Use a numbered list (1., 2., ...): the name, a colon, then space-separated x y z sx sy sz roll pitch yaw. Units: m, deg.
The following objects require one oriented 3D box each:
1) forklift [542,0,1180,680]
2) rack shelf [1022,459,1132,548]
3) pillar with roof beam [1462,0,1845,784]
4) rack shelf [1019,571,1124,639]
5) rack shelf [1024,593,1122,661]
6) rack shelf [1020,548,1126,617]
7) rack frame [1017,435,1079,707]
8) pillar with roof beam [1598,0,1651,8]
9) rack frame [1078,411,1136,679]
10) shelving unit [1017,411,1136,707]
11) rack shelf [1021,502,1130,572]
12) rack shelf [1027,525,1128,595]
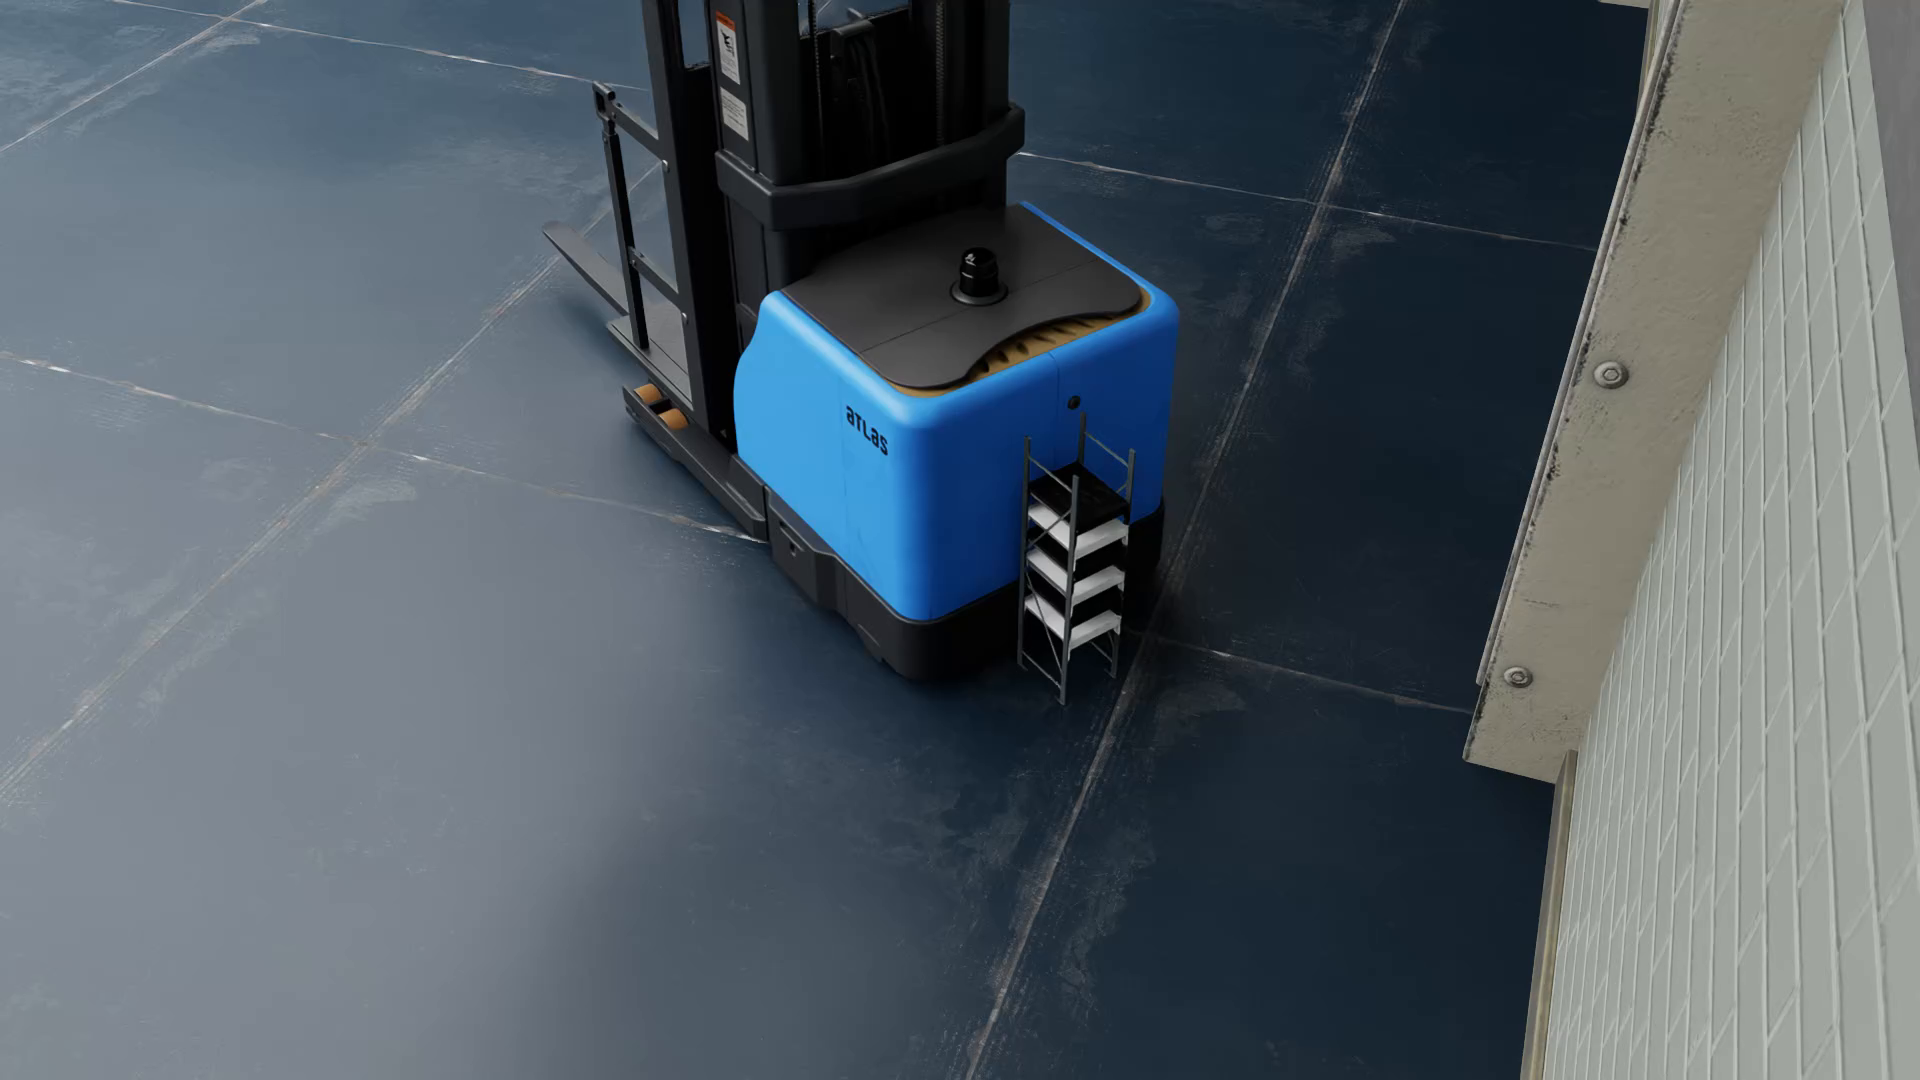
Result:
1. forklift: -0.596 -1.595 5.362 1.130 2.935 3.031 -25 46 -26
2. rack shelf: 0.338 -0.109 4.819 0.200 0.077 0.258 -25 46 -26
3. pillar with roof beam: -2.329 -3.807 3.279 9.100 9.000 0.400 13 42 15
4. rack shelf: 0.337 0.165 5.053 0.200 0.077 0.258 -25 46 -26
5. rack shelf: 0.337 0.233 5.111 0.200 0.077 0.258 -25 46 -26
6. rack shelf: 0.337 0.096 4.995 0.200 0.077 0.258 -25 46 -26
7. rack frame: 0.255 0.109 4.928 0.006 0.900 0.240 -25 46 -26
8. pillar with roof beam: -0.277 -7.466 7.568 9.100 9.000 0.400 13 42 15
9. rack frame: 0.420 0.032 5.018 0.006 0.900 0.240 -25 46 -26
10. shelving unit: 0.337 0.071 4.973 0.210 0.900 0.258 -25 46 -26
11. rack shelf: 0.338 -0.041 4.878 0.200 0.077 0.258 -25 46 -26
12. rack shelf: 0.337 0.028 4.936 0.200 0.077 0.258 -25 46 -26
